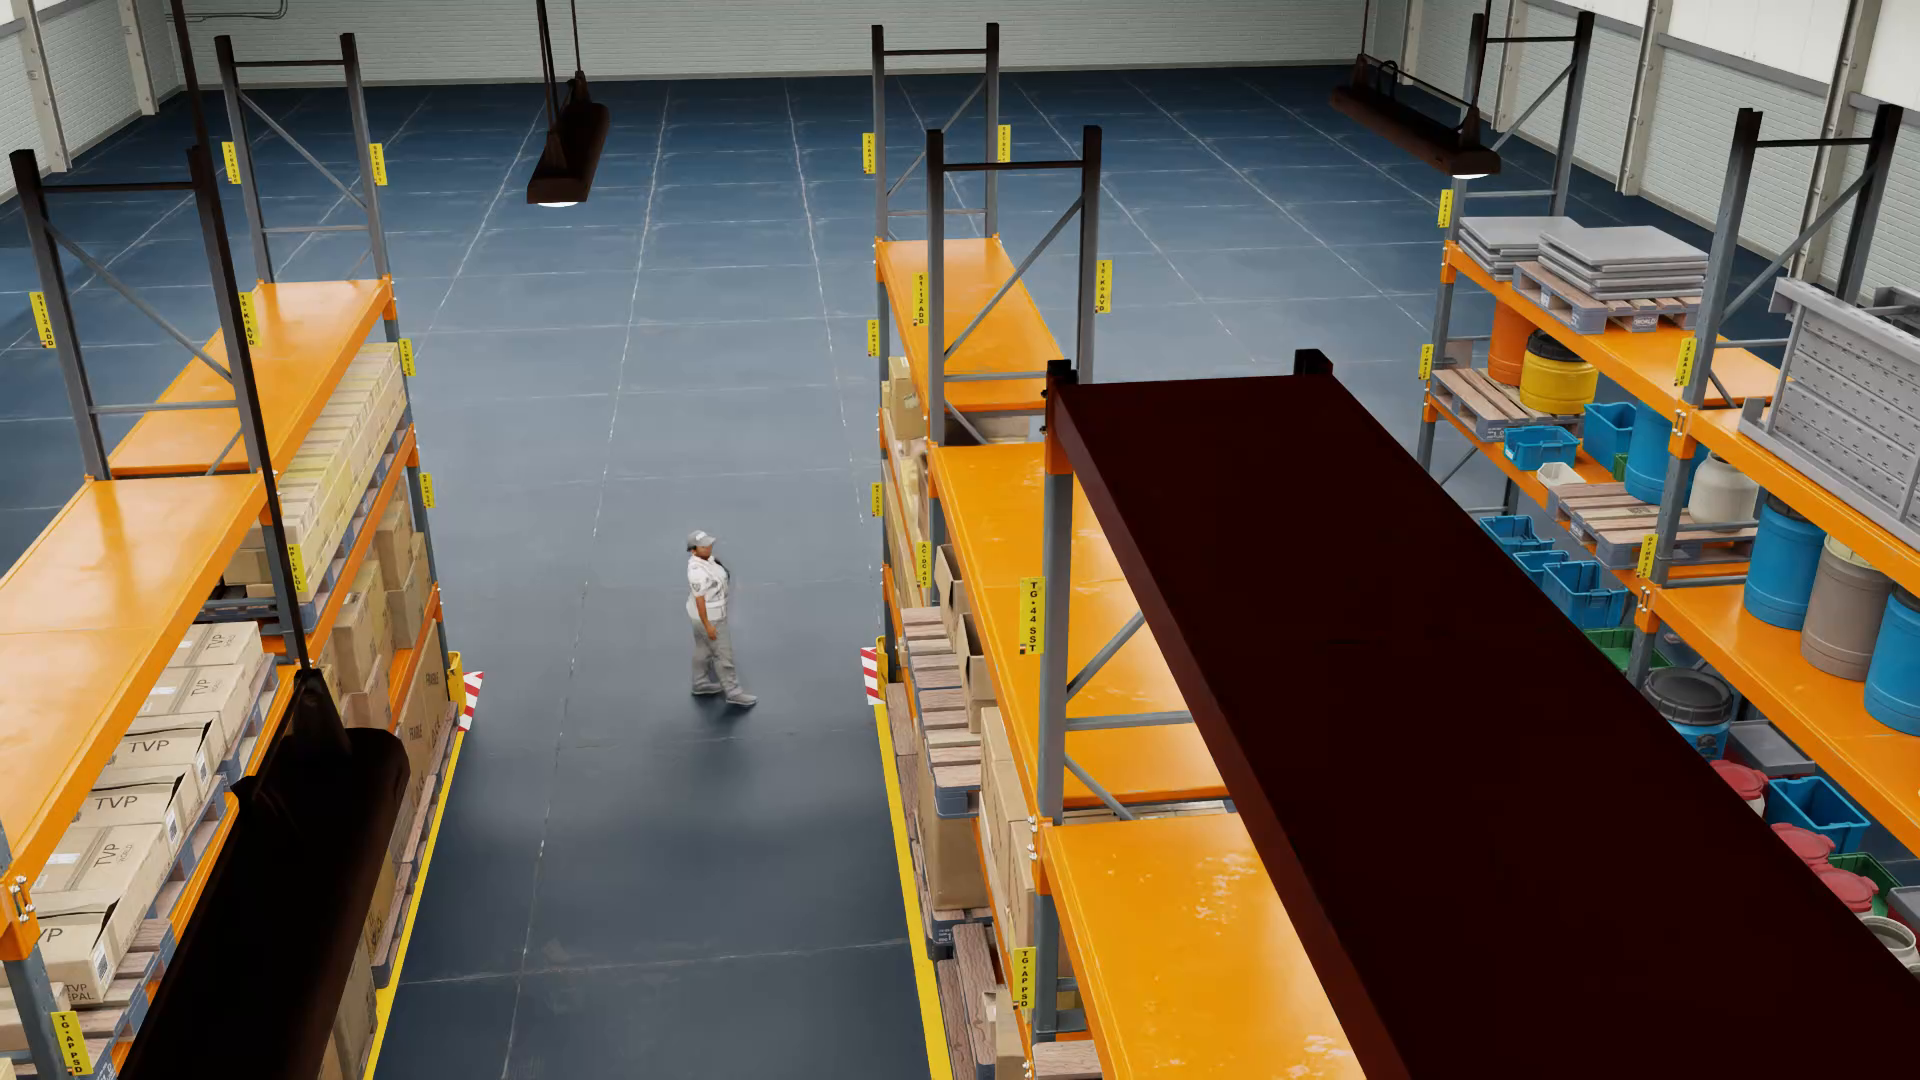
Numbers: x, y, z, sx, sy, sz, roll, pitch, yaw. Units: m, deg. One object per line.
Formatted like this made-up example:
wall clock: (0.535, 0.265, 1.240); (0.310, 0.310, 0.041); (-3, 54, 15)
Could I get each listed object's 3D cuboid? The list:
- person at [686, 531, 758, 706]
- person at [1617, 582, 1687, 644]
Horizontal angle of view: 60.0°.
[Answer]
person: (-2.203, 0.690, 15.146); (0.552, 1.655, 0.580); (-8, 27, -16)
person: (6.747, 0.246, 16.128); (0.979, 1.608, 0.408); (23, 34, 39)
